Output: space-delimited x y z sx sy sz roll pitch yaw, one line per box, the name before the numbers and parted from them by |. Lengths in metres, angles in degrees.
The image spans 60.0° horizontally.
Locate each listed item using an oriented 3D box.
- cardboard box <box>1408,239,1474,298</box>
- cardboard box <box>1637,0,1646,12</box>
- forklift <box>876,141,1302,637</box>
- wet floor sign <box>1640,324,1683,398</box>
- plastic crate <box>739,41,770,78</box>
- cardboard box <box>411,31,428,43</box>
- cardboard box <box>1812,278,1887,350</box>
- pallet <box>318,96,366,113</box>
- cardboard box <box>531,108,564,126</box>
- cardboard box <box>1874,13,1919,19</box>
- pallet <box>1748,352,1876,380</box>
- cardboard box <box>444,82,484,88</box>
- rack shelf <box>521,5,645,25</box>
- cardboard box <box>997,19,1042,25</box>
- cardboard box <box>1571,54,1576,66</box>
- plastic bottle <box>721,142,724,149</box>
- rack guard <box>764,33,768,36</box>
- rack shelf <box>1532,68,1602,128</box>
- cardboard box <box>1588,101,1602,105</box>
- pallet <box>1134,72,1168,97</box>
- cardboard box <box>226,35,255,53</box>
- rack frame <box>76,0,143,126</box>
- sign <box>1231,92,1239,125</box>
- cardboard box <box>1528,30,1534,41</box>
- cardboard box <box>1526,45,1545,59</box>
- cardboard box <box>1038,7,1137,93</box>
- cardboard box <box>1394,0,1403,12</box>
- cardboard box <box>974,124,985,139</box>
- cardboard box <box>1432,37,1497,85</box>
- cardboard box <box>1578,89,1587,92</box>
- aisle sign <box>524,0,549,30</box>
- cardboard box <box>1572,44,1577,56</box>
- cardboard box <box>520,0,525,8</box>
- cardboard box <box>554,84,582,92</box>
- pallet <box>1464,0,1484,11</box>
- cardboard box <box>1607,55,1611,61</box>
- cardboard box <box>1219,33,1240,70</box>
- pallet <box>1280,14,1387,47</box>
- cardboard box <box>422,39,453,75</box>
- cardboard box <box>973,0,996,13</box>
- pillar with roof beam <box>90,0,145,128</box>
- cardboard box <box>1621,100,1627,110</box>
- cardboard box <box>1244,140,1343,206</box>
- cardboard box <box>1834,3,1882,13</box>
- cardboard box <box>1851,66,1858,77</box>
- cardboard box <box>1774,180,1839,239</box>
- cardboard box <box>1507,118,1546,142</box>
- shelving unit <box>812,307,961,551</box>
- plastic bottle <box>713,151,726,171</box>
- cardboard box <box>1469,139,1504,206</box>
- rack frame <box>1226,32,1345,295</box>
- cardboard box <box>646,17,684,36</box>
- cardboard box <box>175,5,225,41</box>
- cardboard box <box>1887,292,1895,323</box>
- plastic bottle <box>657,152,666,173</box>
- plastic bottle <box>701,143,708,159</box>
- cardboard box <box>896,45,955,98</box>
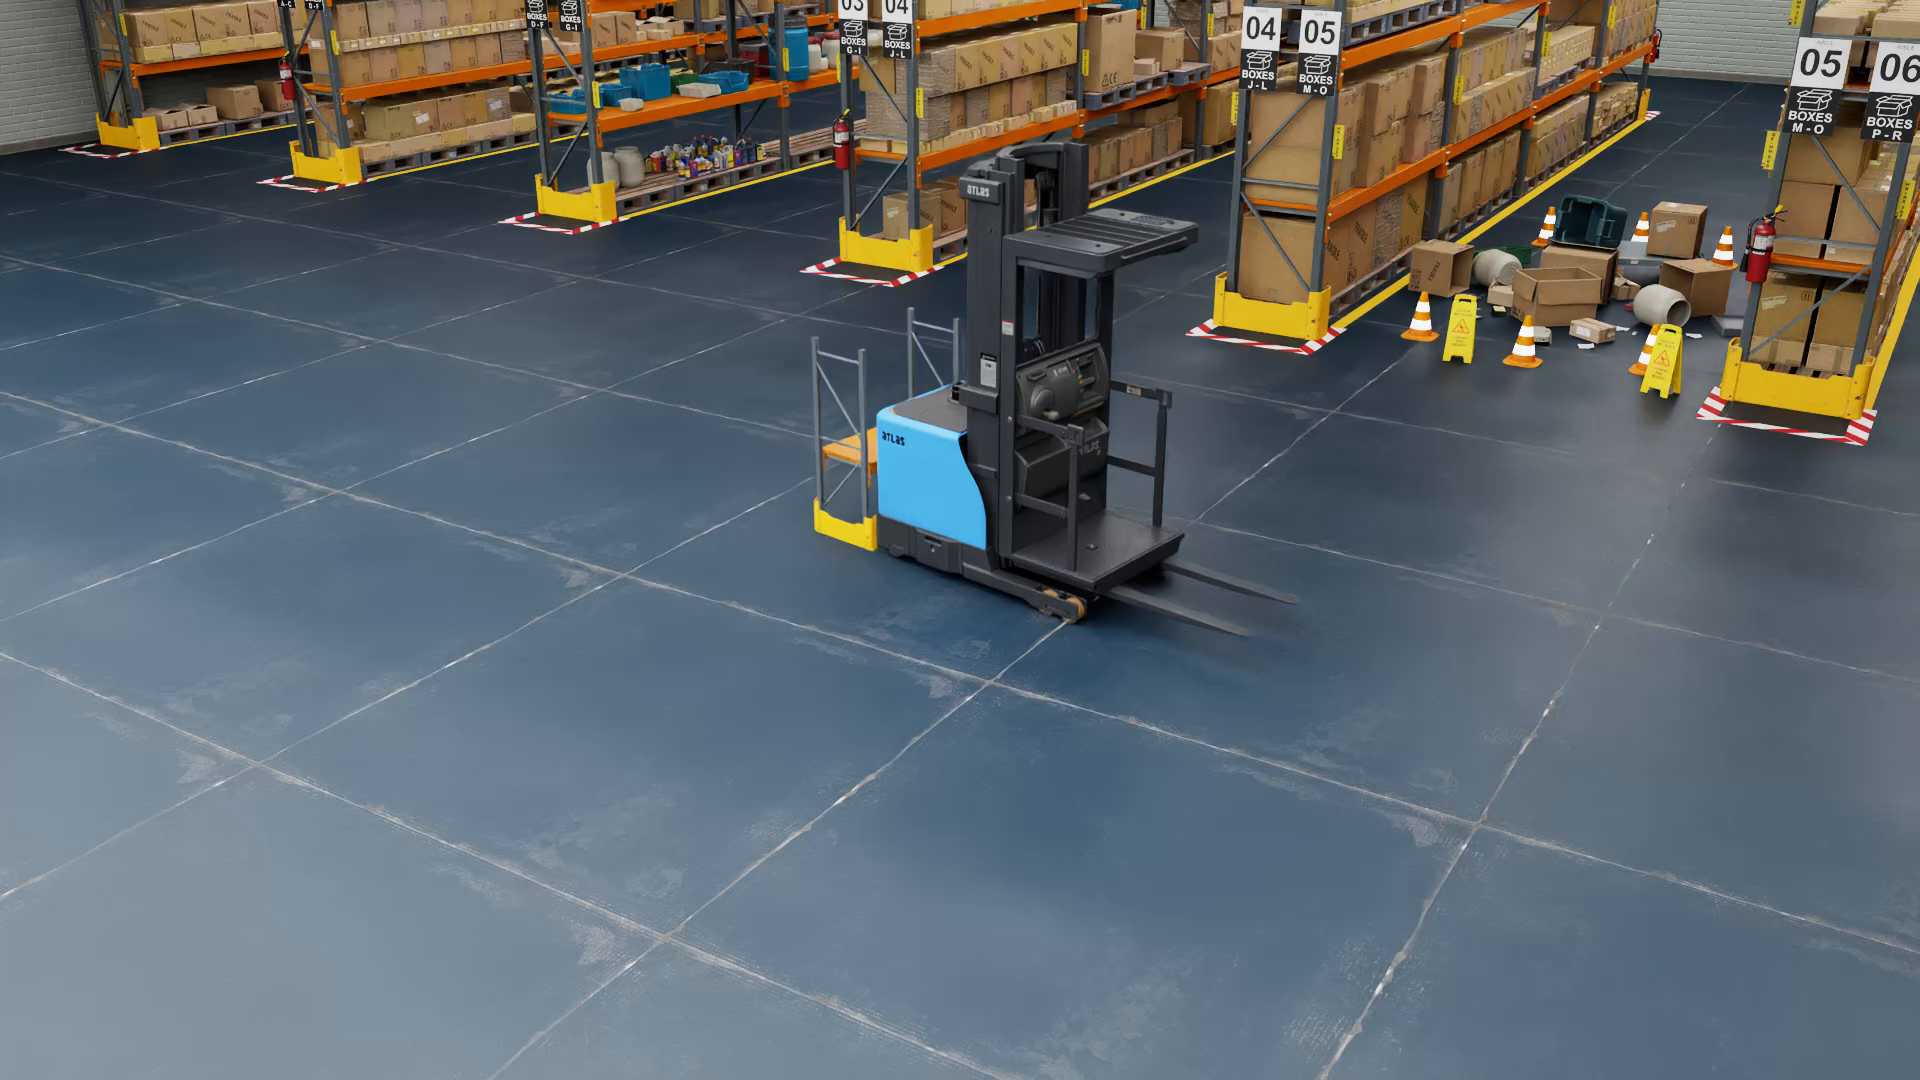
cardboard box | 5.401 -3.051 18.666 0.500 0.500 0.500 20 30 38
cardboard box | 11.114 -9.073 27.673 0.500 0.500 0.500 15 28 32
forklift | 0.848 -1.033 10.946 3.031 2.935 1.130 19 30 36
wet floor sign | 6.487 -1.663 15.279 0.232 0.644 0.267 -17 29 -35
plastic crate | -3.025 -7.305 25.267 0.402 0.464 0.583 14 27 29
cardboard box | -8.269 -7.603 25.095 0.380 0.149 0.250 13 27 28
cardboard box | 8.169 -2.081 15.269 0.500 0.500 0.500 13 27 27
pallet | -11.028 -8.107 30.712 1.003 0.211 1.213 14 27 29
cardboard box | -6.803 -7.102 27.813 0.500 0.250 0.500 13 27 28
cardboard box | 7.977 -4.376 14.119 0.380 0.149 0.250 14 27 29
pallet | 7.995 -1.596 15.671 1.003 0.211 1.213 14 27 29
cardboard box | -7.994 -7.101 26.865 0.500 0.500 0.500 14 27 29
rack shelf | -8.272 -10.819 34.371 1.077 0.370 4.000 14 27 29
cardboard box | 0.734 -6.552 21.851 0.500 0.500 0.500 14 27 29
cardboard box | 8.983 -7.187 24.864 0.380 0.149 0.250 13 26 27
plastic bottle | -3.614 -5.916 25.108 0.097 0.201 0.097 0 23 0
rack guard | -5.094 -12.035 39.421 1.175 0.500 0.348 14 27 29
rack shelf | 8.513 -6.631 24.698 1.077 0.370 4.000 14 27 29
cardboard box | 10.213 -7.043 27.054 0.380 0.149 0.250 13 27 28
pallet | 2.288 -6.595 23.950 1.003 0.211 1.213 14 27 29
cardboard box | -12.216 -8.331 27.883 0.500 0.250 0.500 14 27 29
rack frame | -13.547 -7.774 26.432 1.000 3.000 0.127 14 27 29
sign | 2.784 -4.345 16.755 0.100 0.325 0.005 14 27 29
cardboard box | 8.422 -7.599 25.066 0.380 0.149 0.250 14 27 29
cardboard box | 8.006 -6.843 23.321 0.380 0.149 0.250 13 27 28
cardboard box | 1.726 -6.717 22.706 1.000 1.000 1.000 14 27 29
cardboard box | 4.357 -5.561 17.205 0.380 0.149 0.250 14 27 29
cardboard box | 0.084 -5.014 20.373 0.380 0.149 0.250 14 27 29
cardboard box | 6.409 -6.125 21.237 0.700 0.500 0.500 14 27 28
cardboard box | 10.435 -7.590 28.318 0.380 0.149 0.250 14 27 30
aisle sign | -5.421 -6.929 21.207 0.394 0.787 0.004 14 27 29
cardboard box | 8.976 -7.322 24.800 0.380 0.149 0.250 12 26 26
cardboard box | -8.853 -10.776 32.841 0.500 0.500 0.500 15 27 30
cardboard box | -6.528 -7.530 28.096 0.500 0.311 0.500 14 27 28
pallet | 5.790 -6.545 20.058 0.805 0.209 1.217 13 26 27
cardboard box | 10.313 -7.842 26.906 0.380 0.149 0.250 13 26 27
cardboard box | 4.055 -7.687 26.106 0.500 0.500 0.500 13 27 28
pallet | 3.620 -5.175 16.764 1.003 0.211 1.213 14 27 29
cardboard box | -8.265 -7.461 25.583 0.700 0.500 0.500 15 27 31
cardboard box | 0.083 -6.418 19.712 0.500 0.250 0.500 14 27 29
pillar with roof beam | -10.255 -10.042 24.120 9.100 9.000 0.400 14 27 29
cardboard box | 11.107 -7.416 28.291 0.380 0.149 0.250 14 27 30
cardboard box | 3.395 -3.790 17.040 0.875 0.550 0.550 14 27 29
cardboard box | 8.025 -4.711 14.894 0.380 0.149 0.250 14 27 29
cardboard box | 7.720 -4.197 14.709 0.380 0.149 0.250 15 27 31
cardboard box | 7.549 -3.006 14.919 0.500 0.500 0.500 13 27 28
cardboard box | 8.027 -5.858 23.680 0.500 0.250 0.500 13 26 27
shelving unit | -0.519 -0.847 12.318 0.587 1.500 1.083 19 30 36
plastic bottle | -3.476 -5.494 24.040 0.152 0.276 0.135 14 27 30
cardboard box | 6.602 -4.964 22.245 1.050 0.750 0.750 14 27 30
rack frame | 3.238 -3.586 16.758 1.000 3.000 0.127 14 27 29
cardboard box | -5.346 -9.283 30.029 0.500 0.311 0.500 16 28 32
cardboard box | -12.493 -8.494 27.316 0.500 0.500 0.500 13 27 27
cardboard box | 9.251 -2.426 17.011 0.500 0.250 0.500 13 27 28
plastic bottle | -4.287 -5.422 23.864 0.061 0.283 0.133 14 27 29
plastic bottle | -3.773 -5.738 24.609 0.097 0.271 0.097 0 23 0
cardboard box | -0.401 -5.430 19.258 0.500 0.500 0.500 14 27 29
